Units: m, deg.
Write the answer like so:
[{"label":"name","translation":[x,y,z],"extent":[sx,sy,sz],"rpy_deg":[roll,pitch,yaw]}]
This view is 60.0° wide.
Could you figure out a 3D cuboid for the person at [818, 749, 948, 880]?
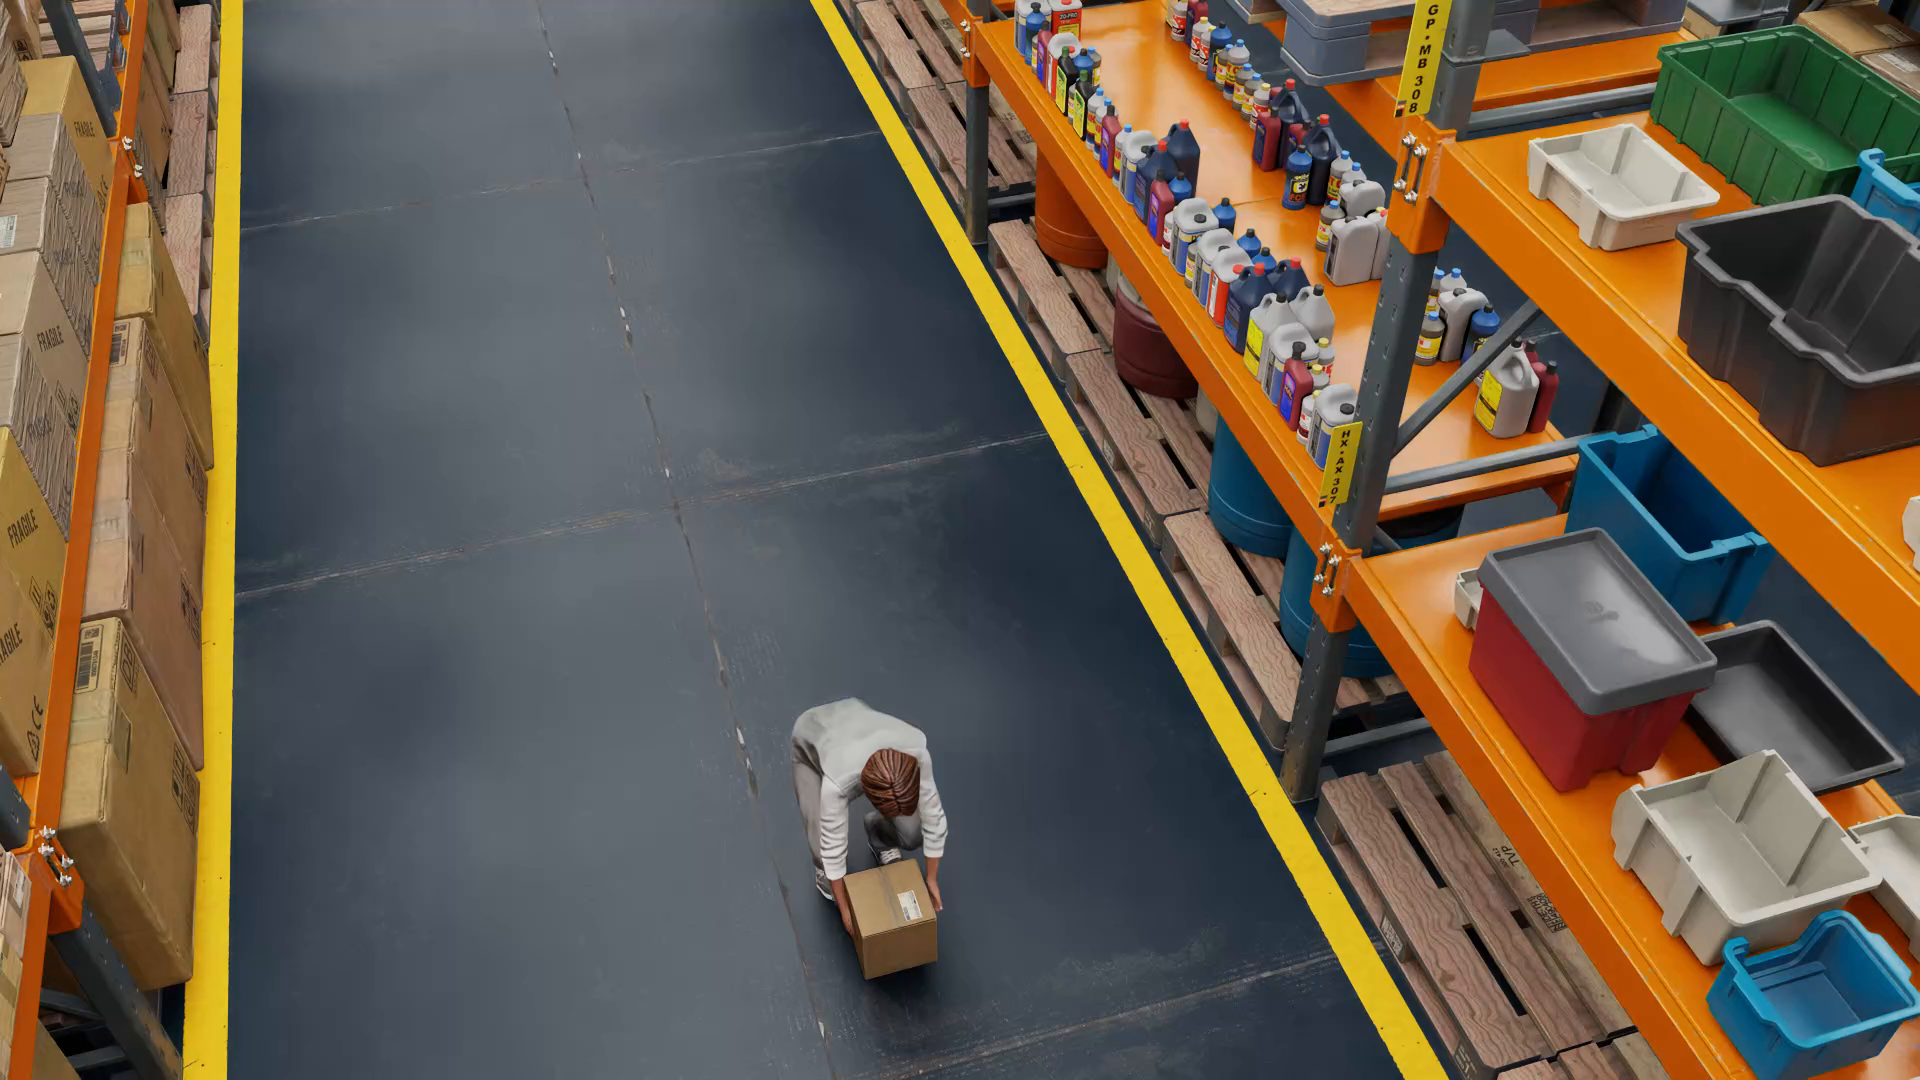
[{"label":"person","translation":[-0.329,0.736,5.613],"extent":[0.434,0.463,0.644],"rpy_deg":[-12,44,-13]}]
